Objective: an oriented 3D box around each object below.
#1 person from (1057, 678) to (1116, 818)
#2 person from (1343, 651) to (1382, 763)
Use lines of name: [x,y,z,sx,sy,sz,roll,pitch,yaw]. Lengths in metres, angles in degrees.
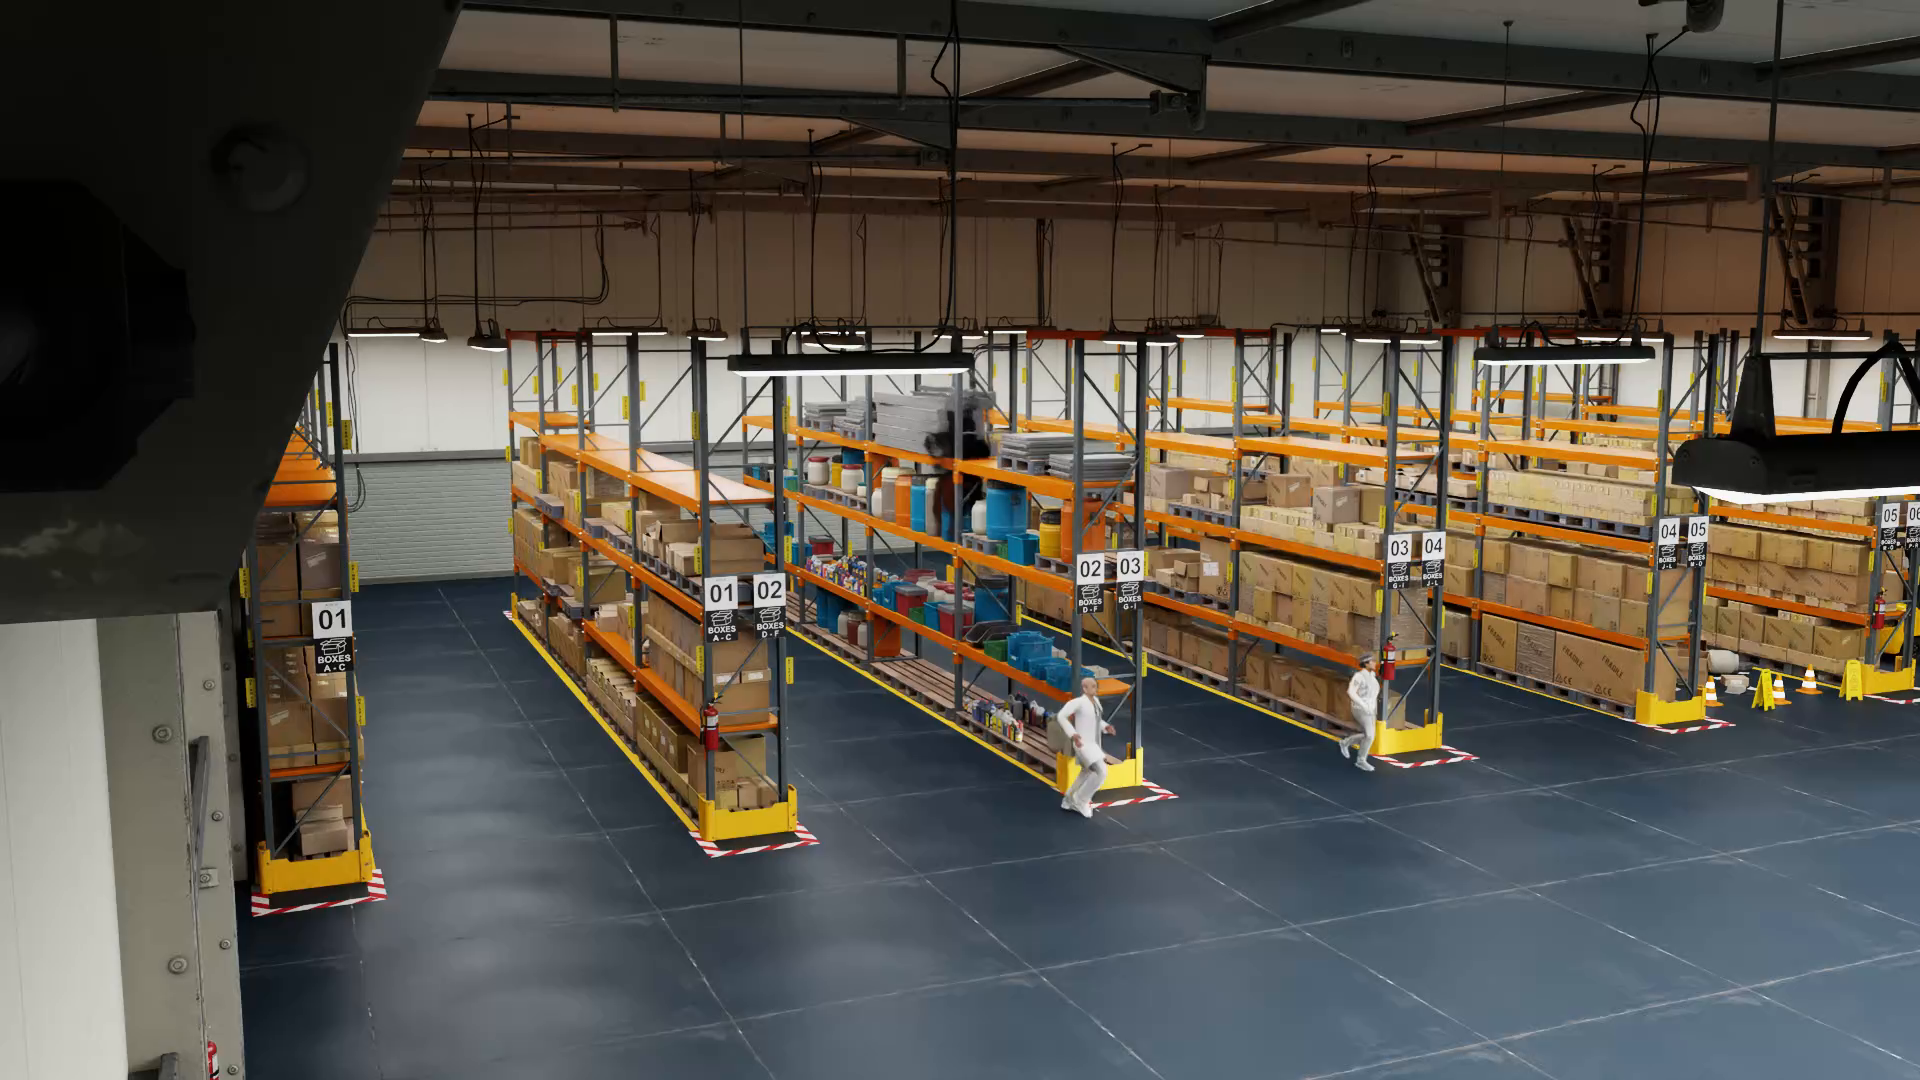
person: [1.625,2.624,21.077,0.711,1.768,0.689,5,9,30]
person: [5.626,2.326,23.292,0.525,1.574,0.638,7,10,40]
